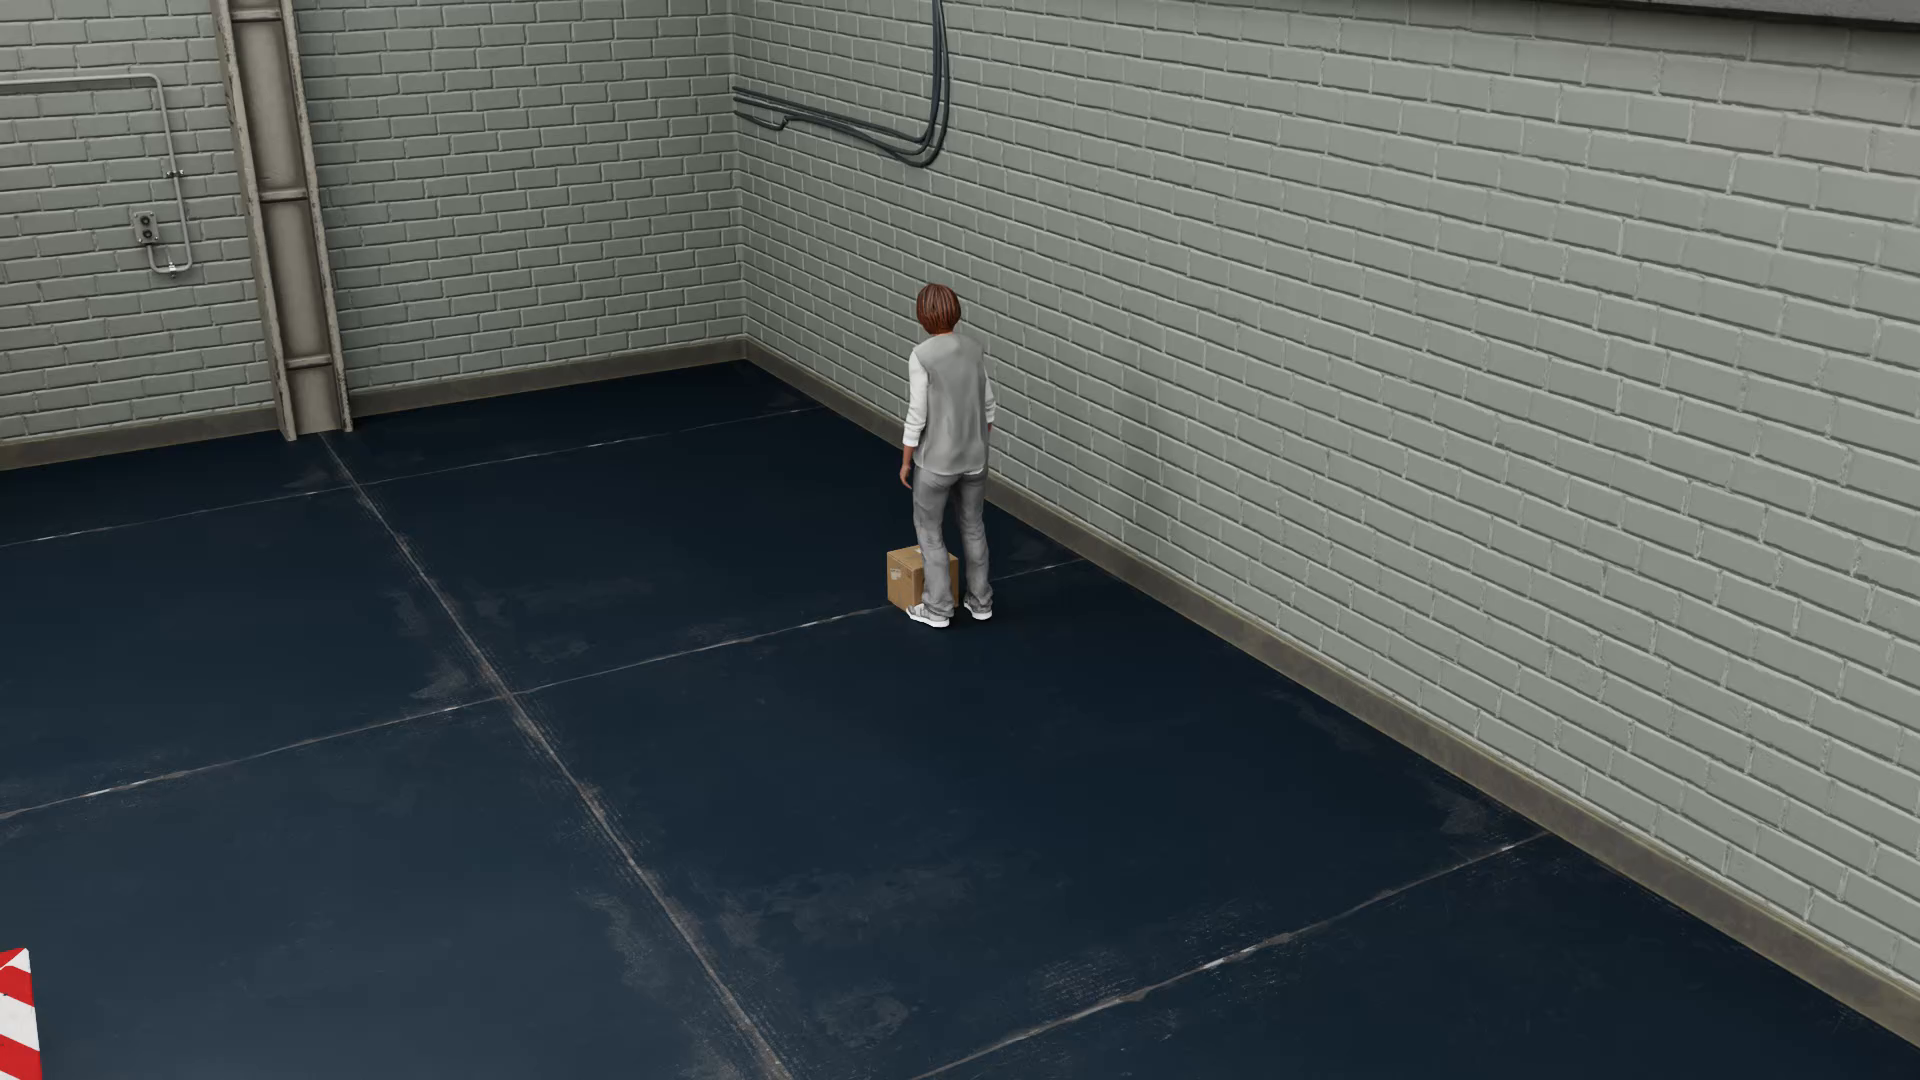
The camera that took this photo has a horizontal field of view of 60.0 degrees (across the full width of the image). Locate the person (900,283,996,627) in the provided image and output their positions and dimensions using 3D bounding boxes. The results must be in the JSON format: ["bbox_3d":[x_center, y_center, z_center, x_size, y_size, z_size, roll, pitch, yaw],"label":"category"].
[{"bbox_3d":[-0.055,-0.362,7.494,0.477,1.593,0.367,-13,26,-30],"label":"person"}]
